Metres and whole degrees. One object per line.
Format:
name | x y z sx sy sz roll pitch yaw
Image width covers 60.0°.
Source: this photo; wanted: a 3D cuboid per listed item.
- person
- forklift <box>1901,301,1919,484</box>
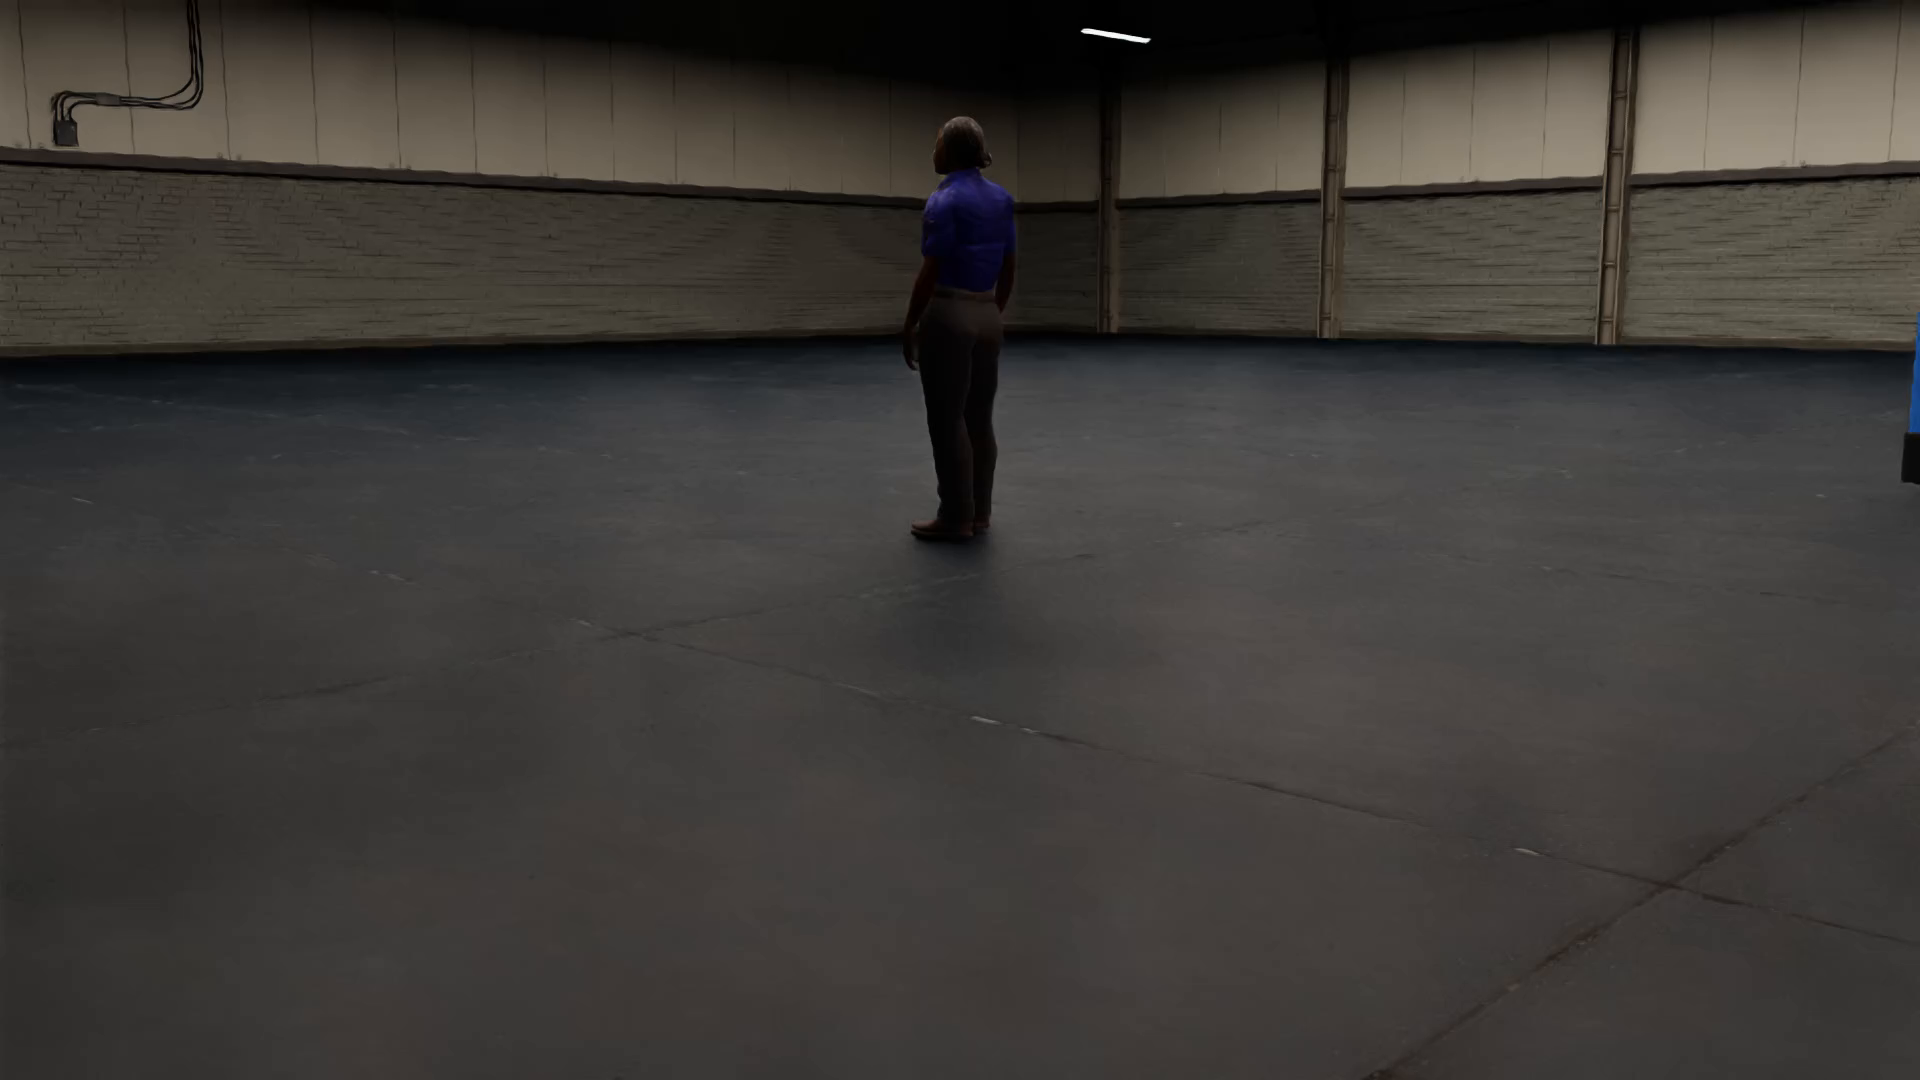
person | -0.050 -0.836 6.667 0.503 1.654 0.570 8 12 43
forklift | 6.179 -1.644 7.790 3.031 2.935 1.130 -2 9 -12
